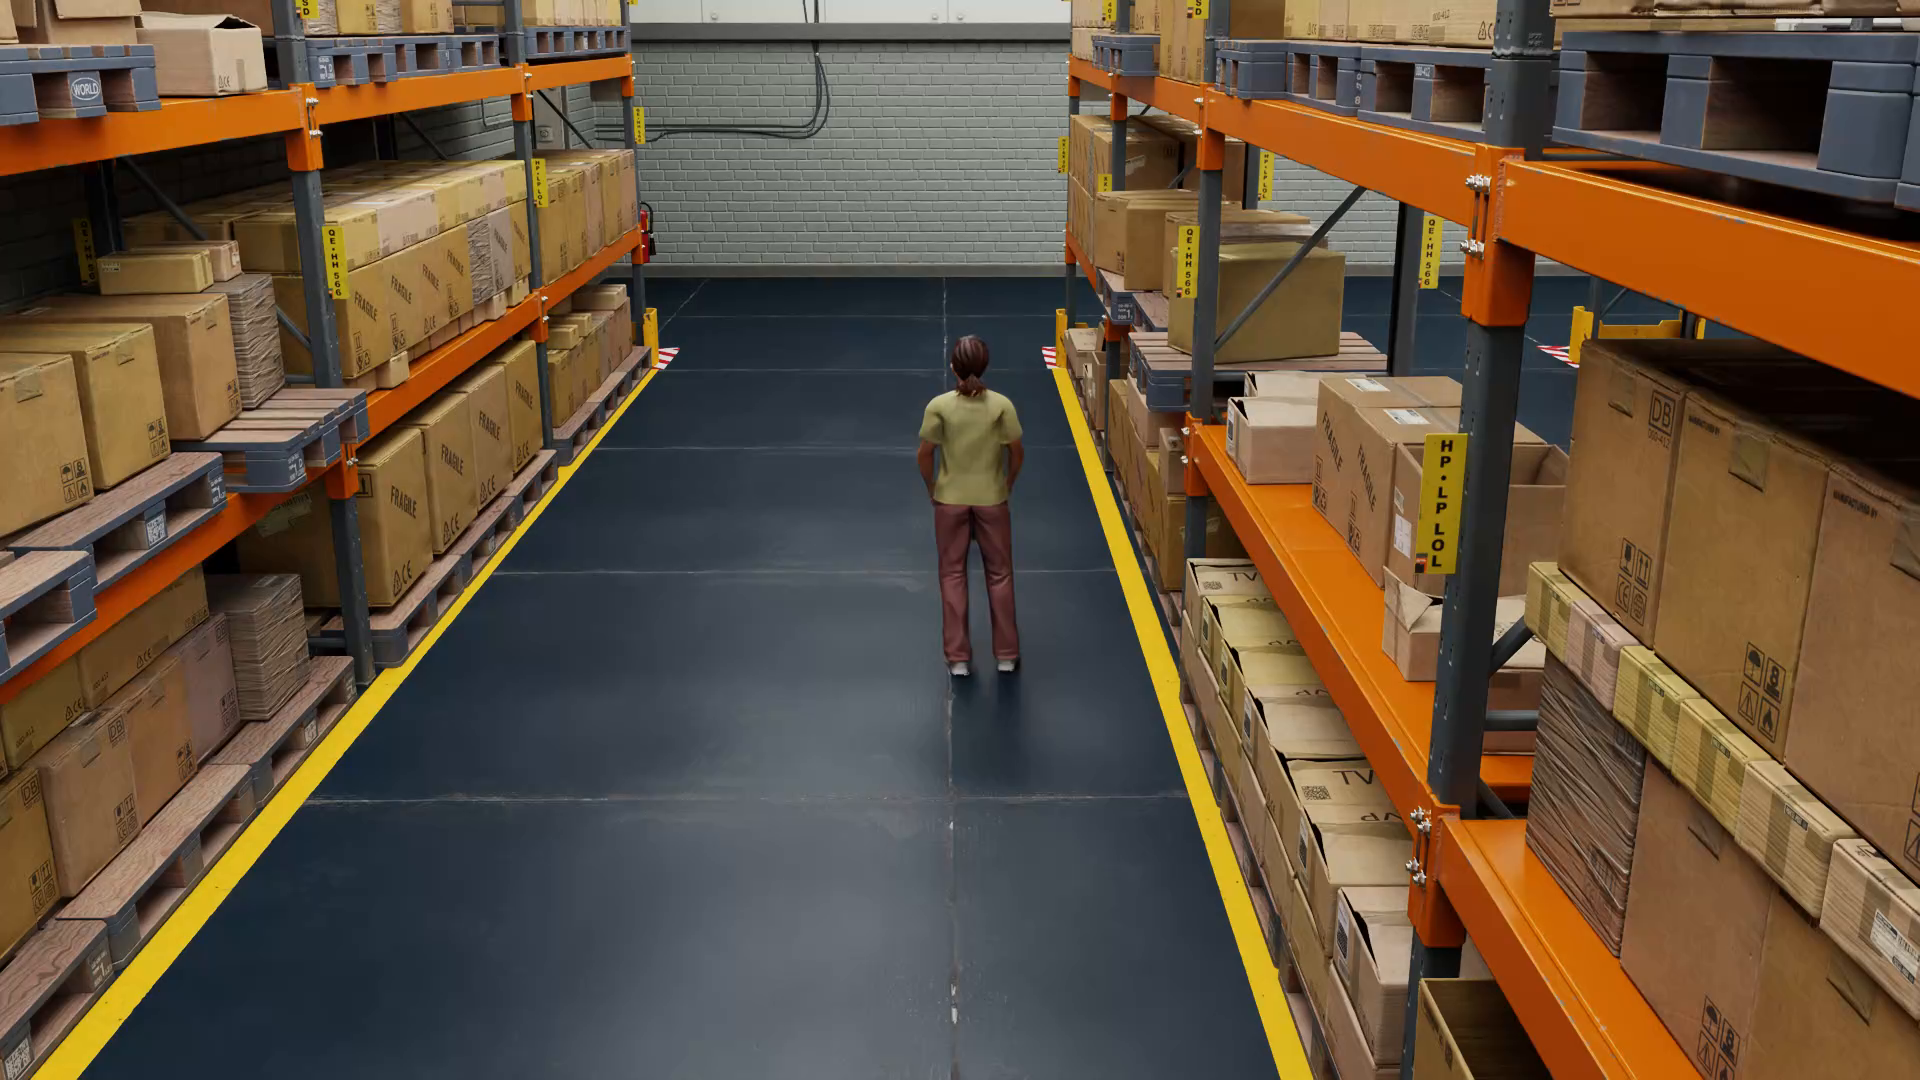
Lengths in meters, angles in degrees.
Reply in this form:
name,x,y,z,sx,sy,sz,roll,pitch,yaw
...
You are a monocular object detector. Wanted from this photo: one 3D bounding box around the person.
name,x,y,z,sx,sy,sz,roll,pitch,yaw
person,0.051,-0.173,8.100,0.519,1.675,0.394,0,17,0
